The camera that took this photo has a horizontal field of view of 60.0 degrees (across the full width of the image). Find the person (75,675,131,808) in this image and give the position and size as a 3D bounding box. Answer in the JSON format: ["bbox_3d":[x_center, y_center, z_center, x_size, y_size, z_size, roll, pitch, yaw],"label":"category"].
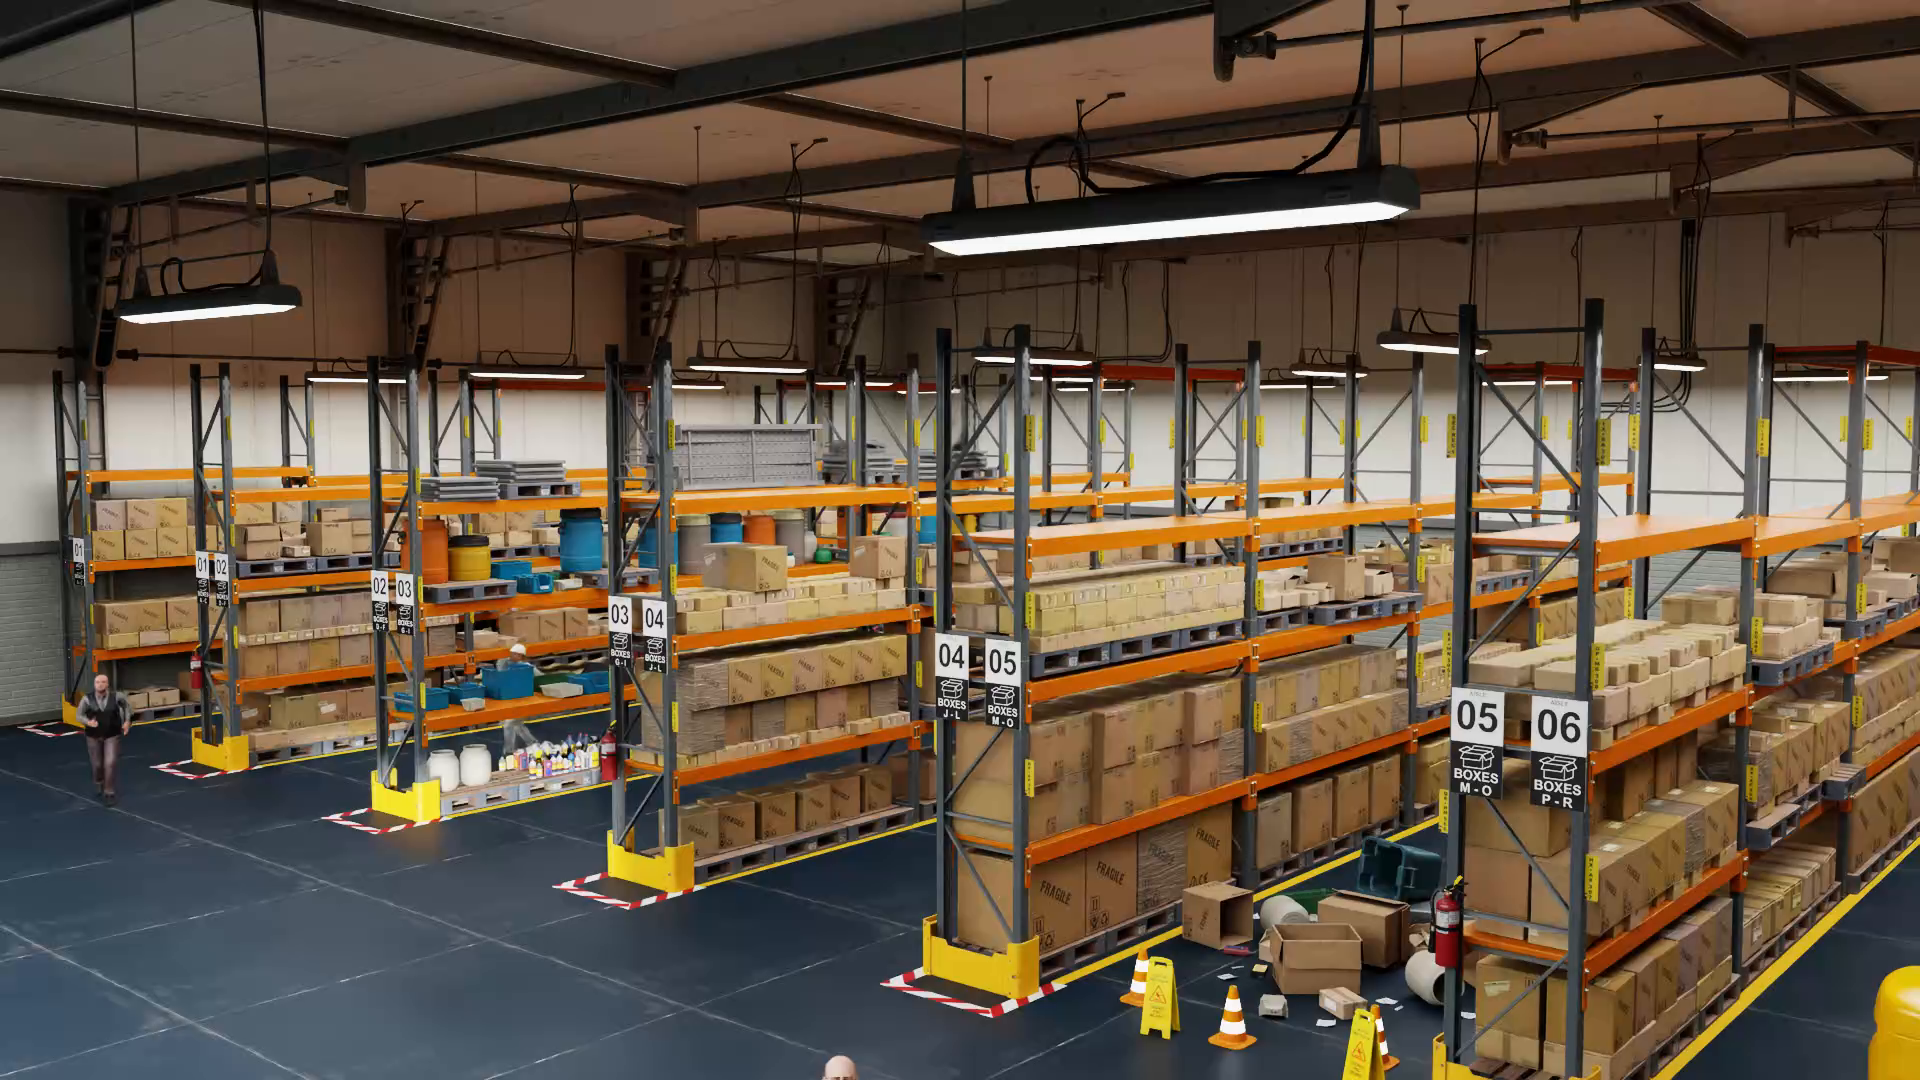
[{"bbox_3d":[-11.563,2.678,22.461,0.675,1.748,0.857,-2,5,-25],"label":"person"}]

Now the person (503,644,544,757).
[{"bbox_3d":[-6.695,2.482,25.190,0.661,1.806,0.822,3,5,39],"label":"person"}]

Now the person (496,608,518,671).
[{"bbox_3d":[-8.277,2.065,30.665,0.669,1.766,0.928,3,5,37],"label":"person"}]

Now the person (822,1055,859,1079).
[{"bbox_3d":[-0.639,3.646,8.954,0.716,1.744,0.618,0,4,-3],"label":"person"}]
